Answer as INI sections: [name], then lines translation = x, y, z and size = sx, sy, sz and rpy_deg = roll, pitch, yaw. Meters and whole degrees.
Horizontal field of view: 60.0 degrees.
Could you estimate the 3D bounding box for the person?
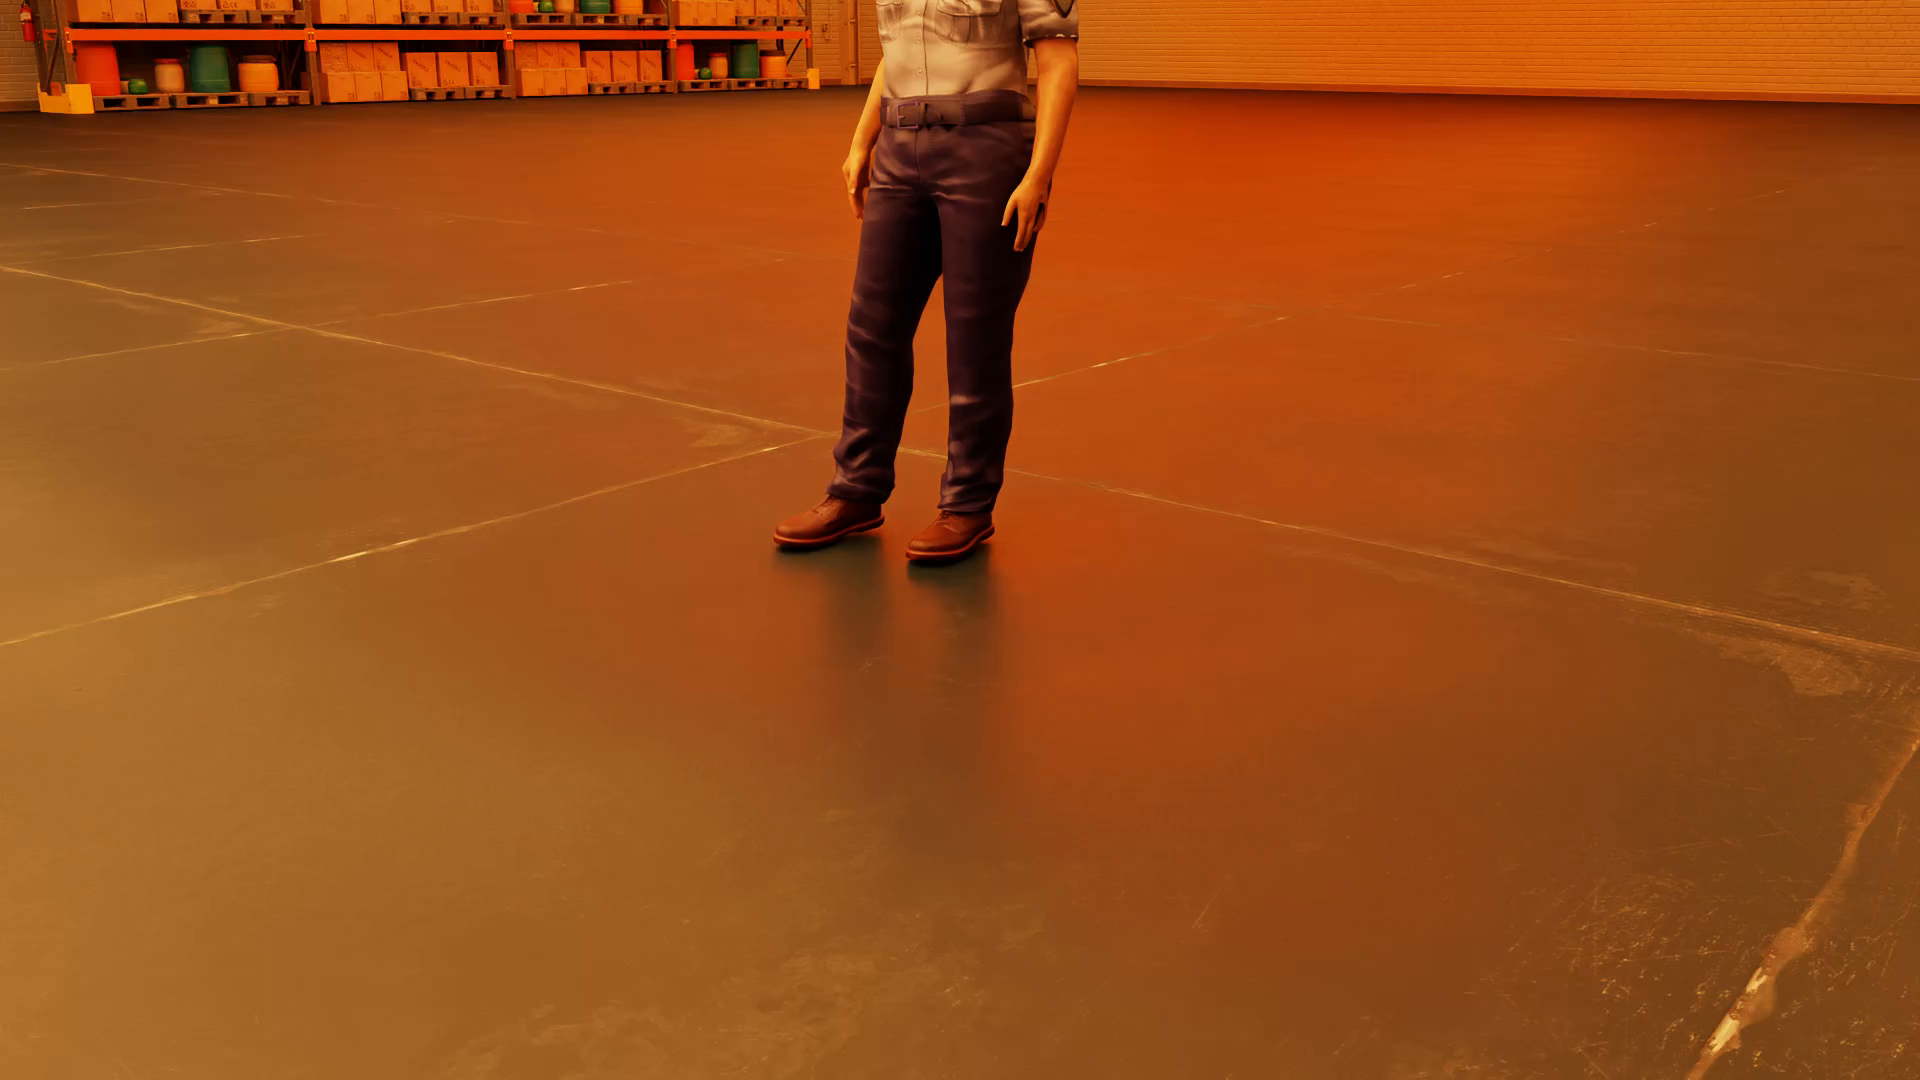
[person]
translation = -0.074, -0.781, 3.648
size = 0.598, 1.651, 0.503
rpy_deg = 13, 21, 37
